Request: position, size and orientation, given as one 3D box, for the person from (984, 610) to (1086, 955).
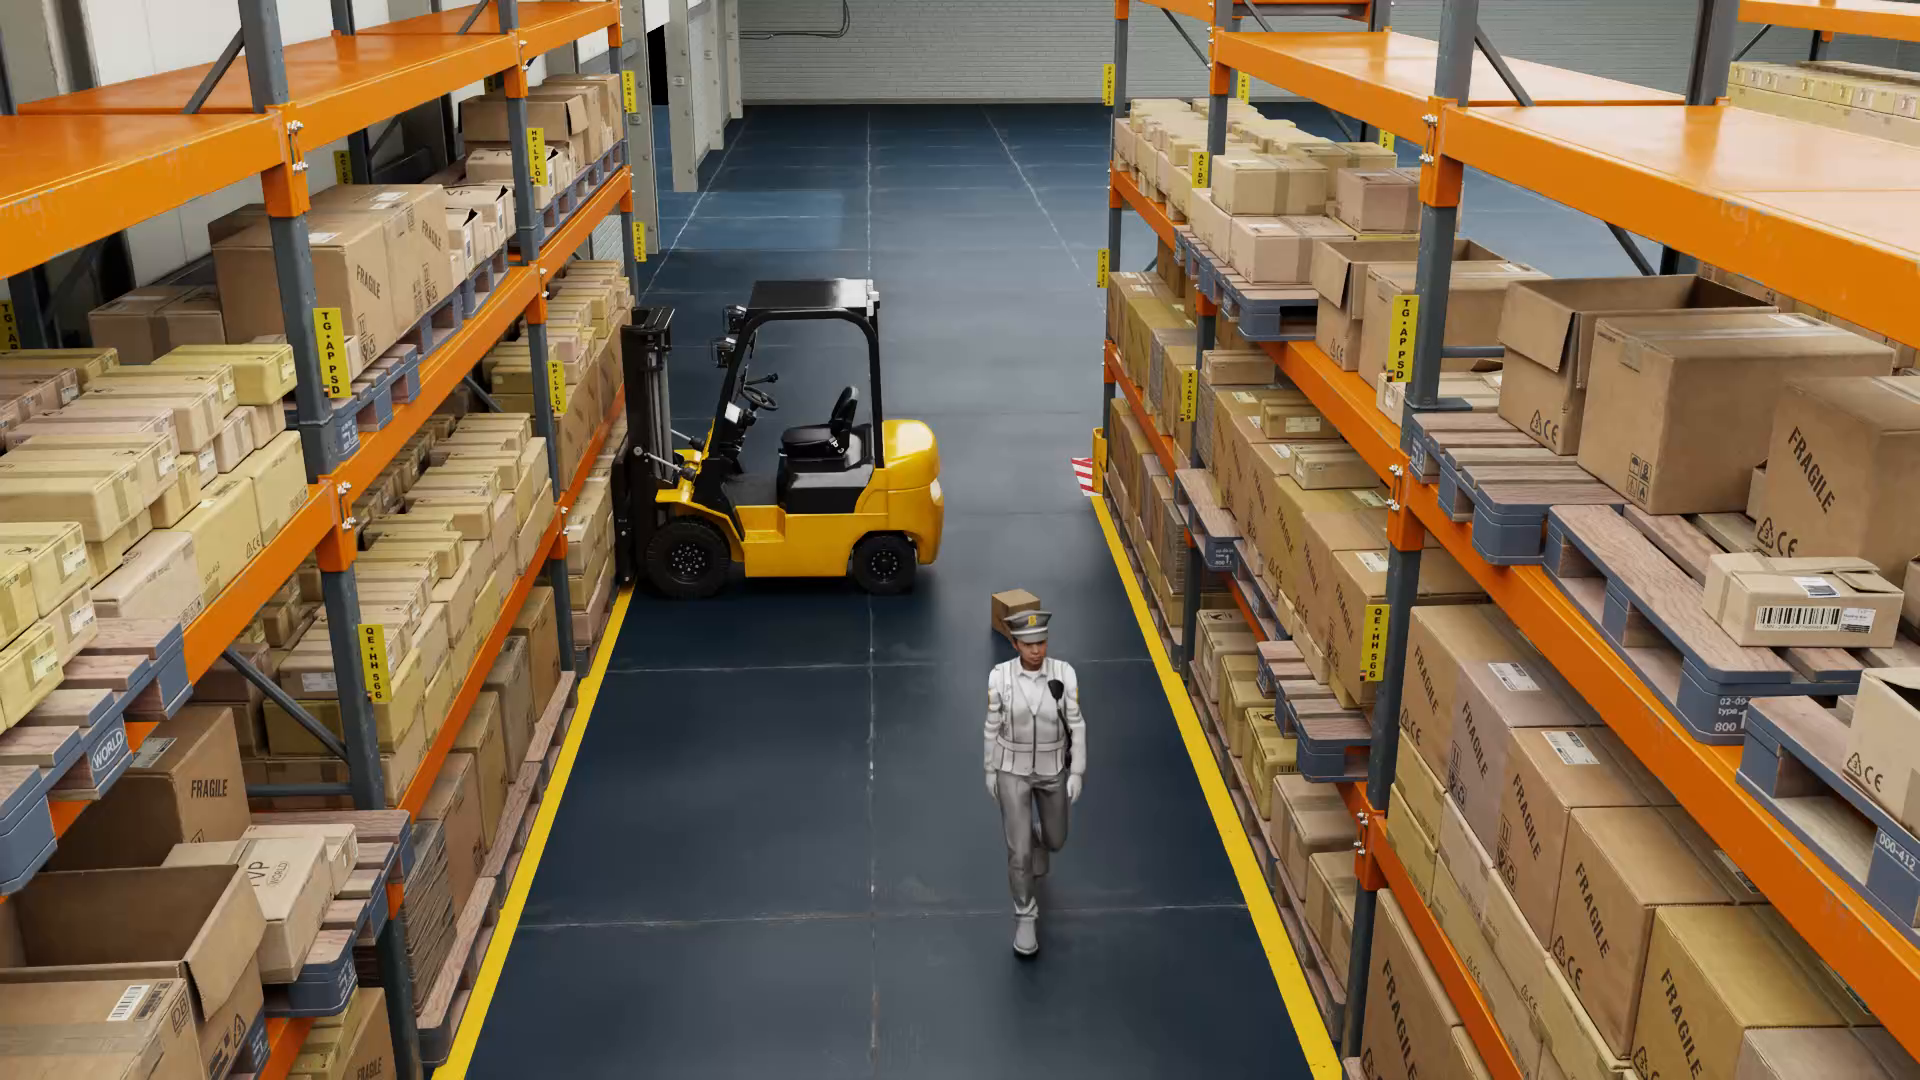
[{"bbox_3d":[0.363,1.091,8.091,0.489,1.658,0.805,-1,21,-4],"label":"person"}]
